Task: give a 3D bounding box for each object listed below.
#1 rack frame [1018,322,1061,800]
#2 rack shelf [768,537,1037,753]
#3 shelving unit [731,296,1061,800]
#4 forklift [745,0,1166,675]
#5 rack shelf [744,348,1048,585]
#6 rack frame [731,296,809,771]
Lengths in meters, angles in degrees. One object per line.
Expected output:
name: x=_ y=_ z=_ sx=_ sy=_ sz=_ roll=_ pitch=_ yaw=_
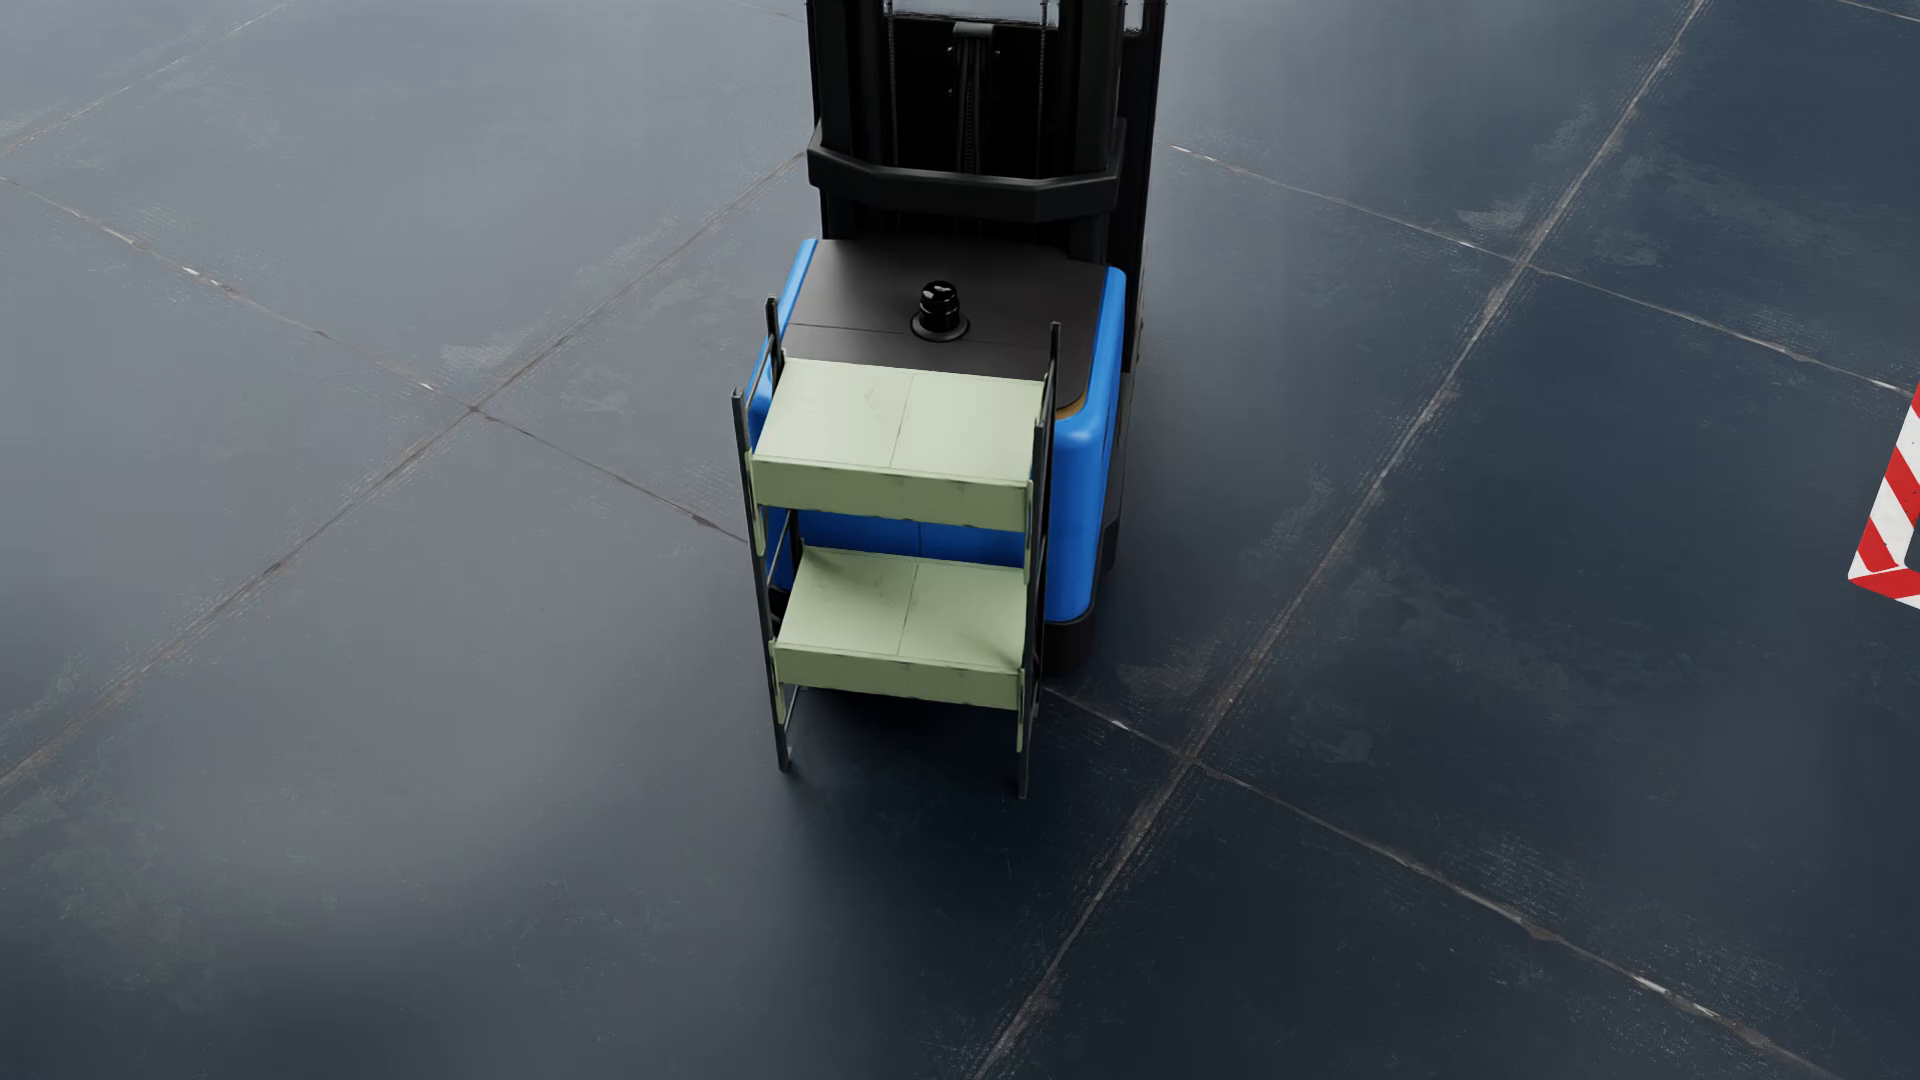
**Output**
rack frame: x=0.214 y=0.115 z=4.593 sx=0.023 sy=1.500 sz=0.400 roll=6 pitch=46 yaw=6
rack shelf: x=-0.148 y=0.304 z=4.863 sx=0.720 sy=0.370 sz=0.431 roll=6 pitch=46 yaw=6
shelving unit: x=-0.148 y=0.077 z=4.629 sx=0.755 sy=1.500 sz=0.431 roll=6 pitch=46 yaw=6
forklift: x=0.114 y=-1.666 z=5.325 sx=1.130 sy=2.935 sz=3.031 roll=6 pitch=46 yaw=6
rack shelf: x=-0.148 y=-0.195 z=4.350 sx=0.720 sy=0.370 sz=0.431 roll=6 pitch=46 yaw=6
rack frame: x=-0.510 y=0.039 z=4.666 sx=0.023 sy=1.500 sz=0.400 roll=6 pitch=46 yaw=6
